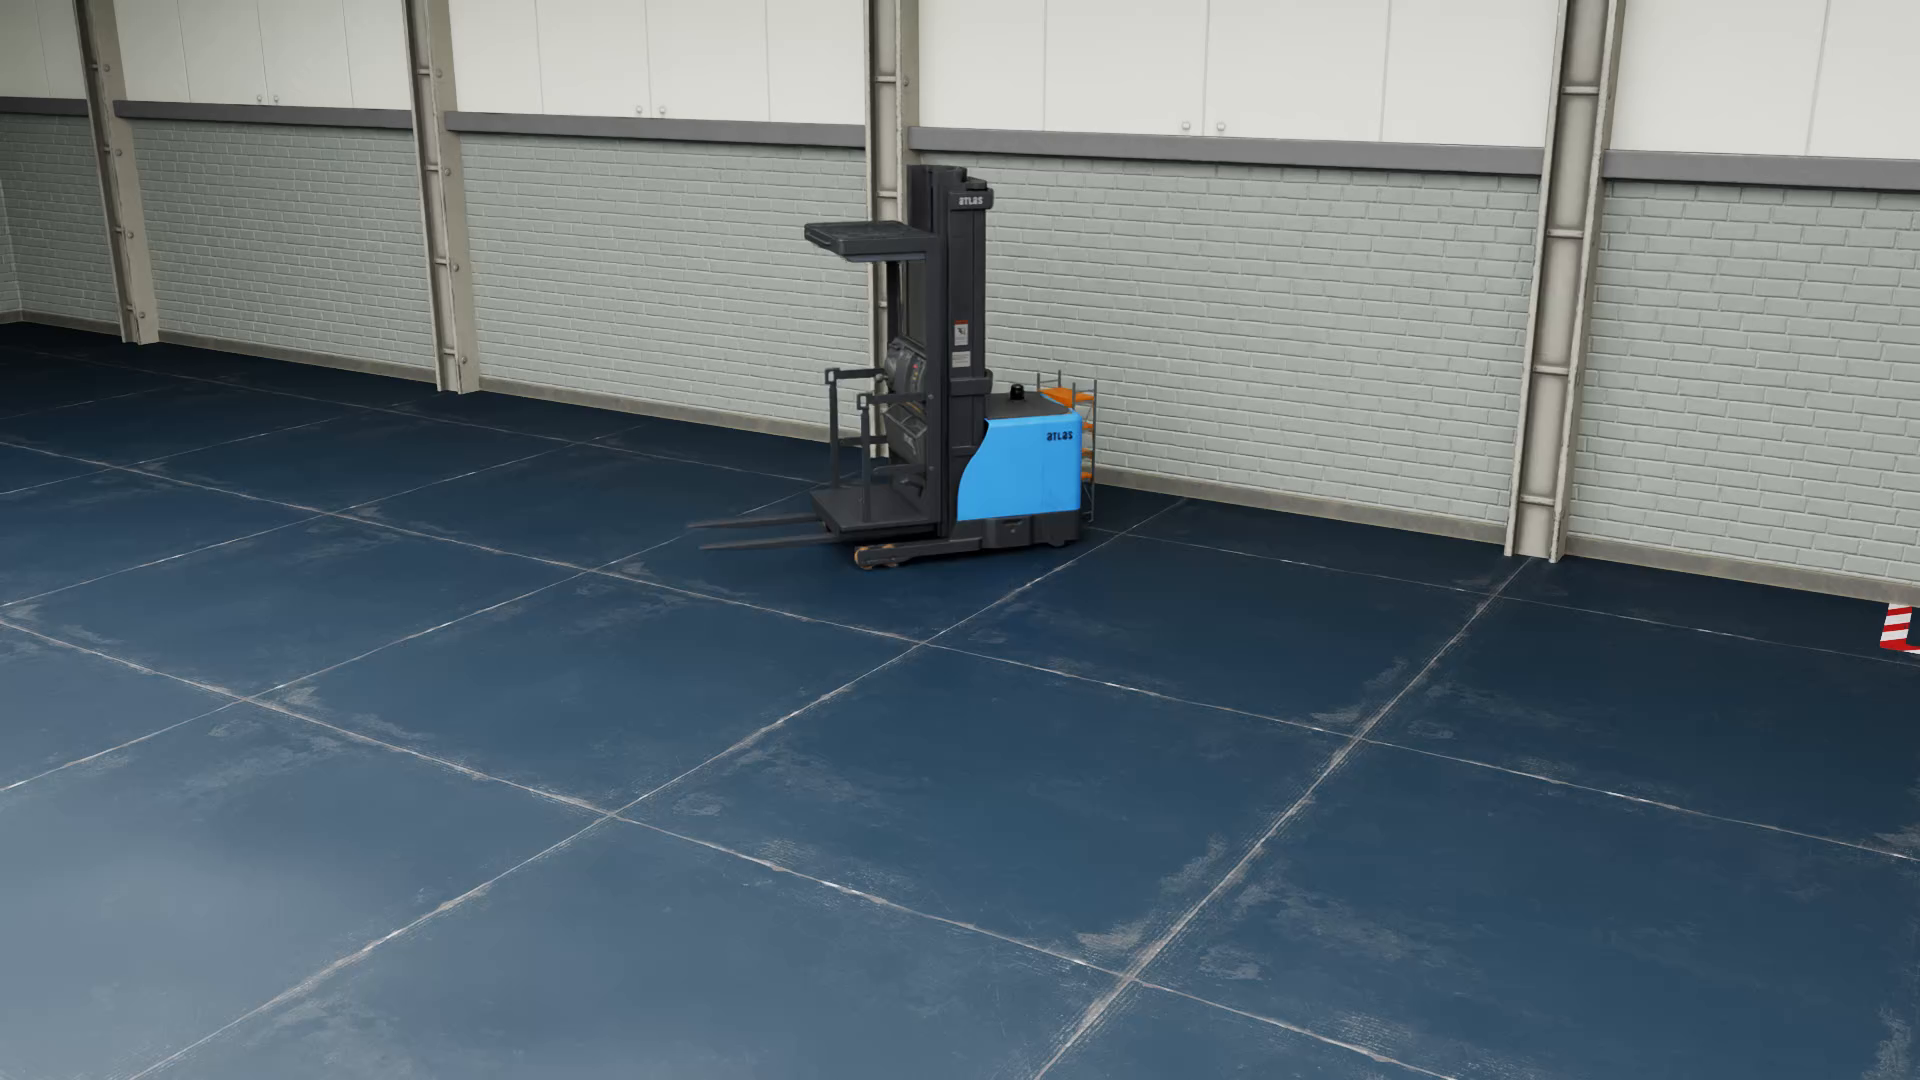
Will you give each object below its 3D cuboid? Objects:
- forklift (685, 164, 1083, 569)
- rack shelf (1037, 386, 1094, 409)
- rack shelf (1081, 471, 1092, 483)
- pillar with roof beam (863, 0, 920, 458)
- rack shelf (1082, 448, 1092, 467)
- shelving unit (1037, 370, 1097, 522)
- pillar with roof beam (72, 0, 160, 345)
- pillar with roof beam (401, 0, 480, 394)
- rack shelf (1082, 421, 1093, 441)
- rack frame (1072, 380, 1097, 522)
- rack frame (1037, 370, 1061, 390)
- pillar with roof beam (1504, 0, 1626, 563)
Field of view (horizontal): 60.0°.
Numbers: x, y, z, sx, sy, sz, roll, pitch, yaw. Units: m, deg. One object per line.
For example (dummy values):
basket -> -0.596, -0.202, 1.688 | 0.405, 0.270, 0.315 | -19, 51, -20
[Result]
forklift -> -0.605, -1.352, 12.790 | 3.031, 2.935, 1.130 | -5, 18, -17
rack shelf -> 0.879, -1.150, 13.750 | 0.258, 0.148, 0.480 | -11, 20, -32
rack shelf -> 0.879, -0.519, 13.941 | 0.258, 0.148, 0.480 | -11, 20, -32
pillar with roof beam -> -2.868, -4.043, 11.207 | 0.400, 9.000, 9.100 | 10, 20, 30
rack shelf -> 0.879, -0.709, 13.883 | 0.258, 0.148, 0.480 | -11, 20, -32
shelving unit -> 0.879, -0.774, 13.864 | 0.258, 1.200, 0.503 | -11, 20, -32
pillar with roof beam -> -13.093, -5.868, 17.216 | 0.400, 9.000, 9.100 | 10, 20, 30
pillar with roof beam -> -7.980, -4.955, 14.212 | 0.400, 9.000, 9.100 | 10, 20, 30
rack shelf -> 0.879, -0.923, 13.818 | 0.258, 0.148, 0.480 | -11, 20, -32
rack frame -> 1.013, -0.714, 13.669 | 0.240, 1.200, 0.015 | -11, 20, -32
rack frame -> 0.745, -0.833, 14.059 | 0.240, 1.200, 0.015 | -11, 20, -32
pillar with roof beam -> 2.245, -3.130, 8.203 | 0.400, 9.000, 9.100 | 10, 20, 30
